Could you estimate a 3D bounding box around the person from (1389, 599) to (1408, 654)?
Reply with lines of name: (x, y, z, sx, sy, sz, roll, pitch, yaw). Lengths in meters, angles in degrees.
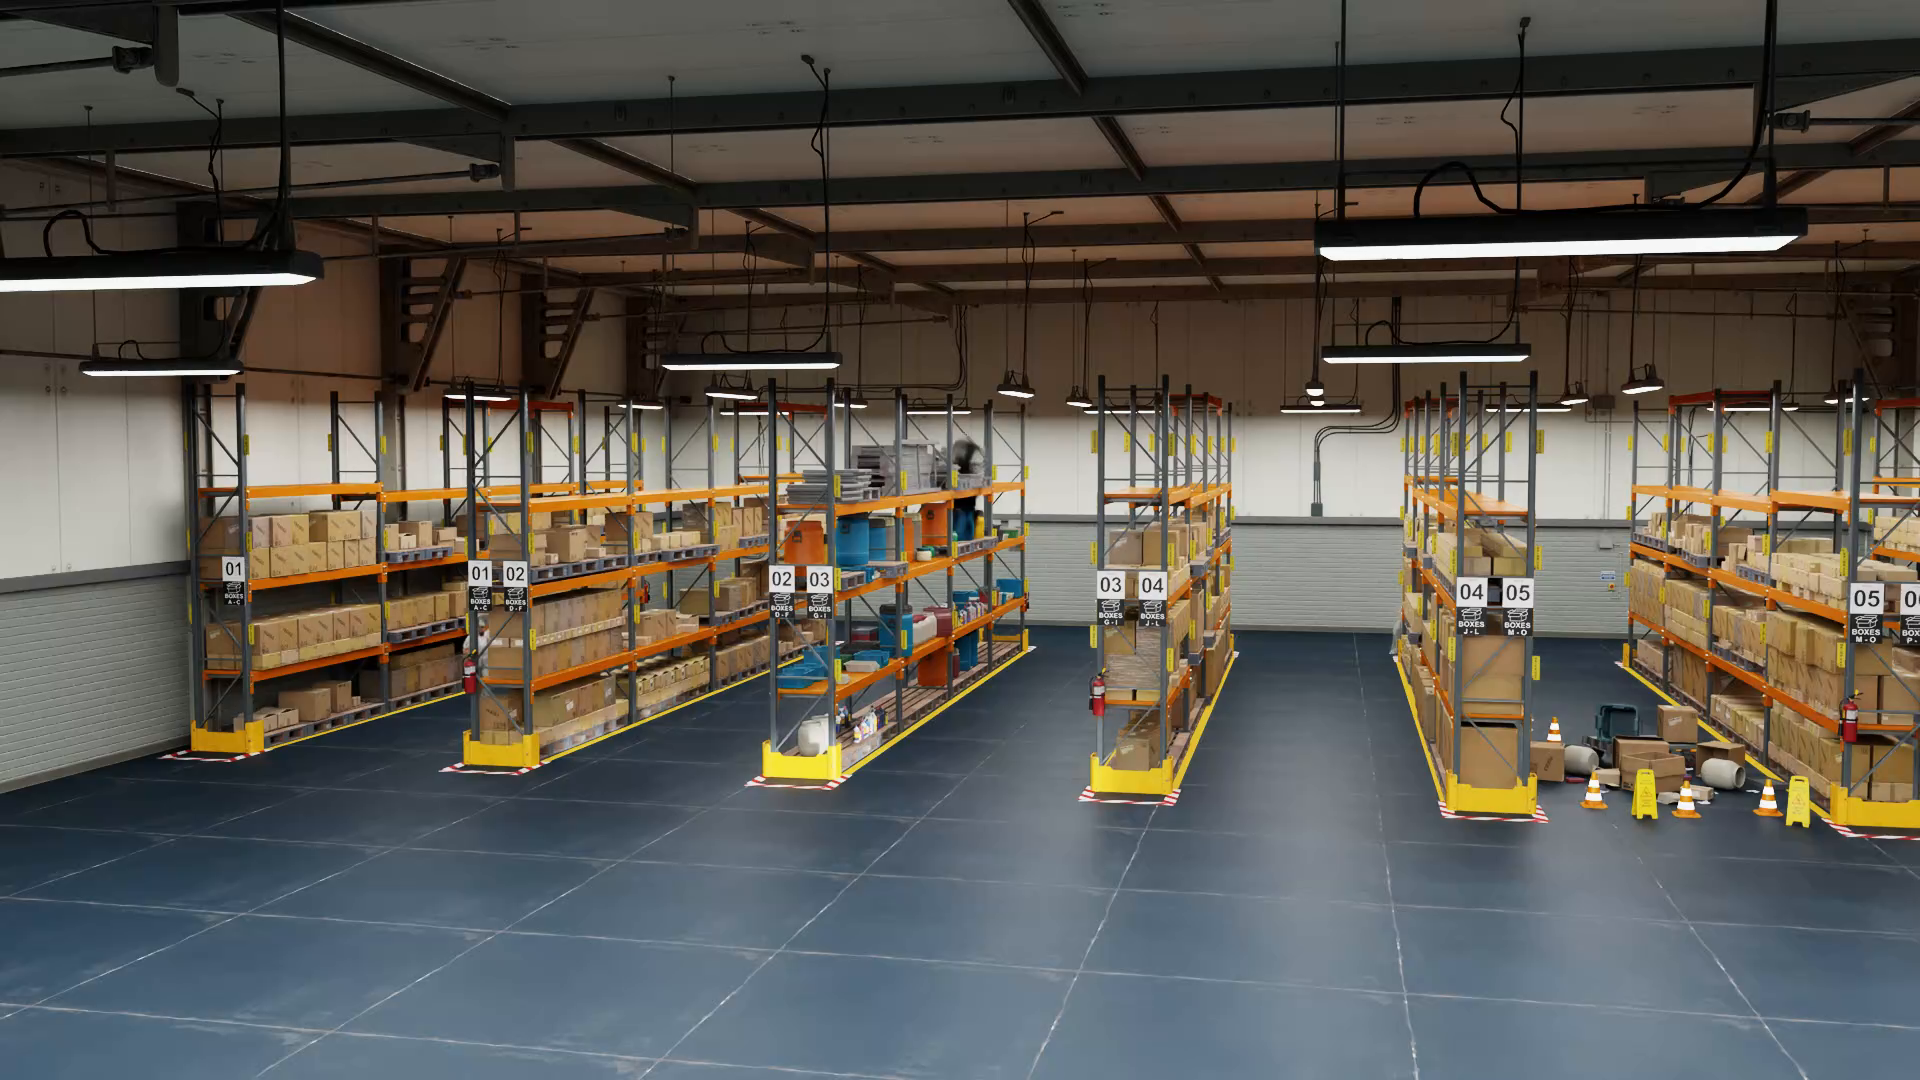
person: (10.696, 1.910, 39.738, 0.776, 1.702, 0.556, -2, 4, -26)

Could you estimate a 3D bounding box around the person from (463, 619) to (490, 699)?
person: (-9.101, 2.341, 31.619, 0.662, 1.728, 0.801, -1, 3, -14)

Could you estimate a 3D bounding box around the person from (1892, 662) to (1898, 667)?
person: (15.354, 2.545, 28.015, 0.663, 1.698, 0.795, 0, 3, -4)

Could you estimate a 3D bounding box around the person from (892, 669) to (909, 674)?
person: (-1.406, 2.168, 36.320, 0.630, 1.518, 0.848, 0, 3, -7)
